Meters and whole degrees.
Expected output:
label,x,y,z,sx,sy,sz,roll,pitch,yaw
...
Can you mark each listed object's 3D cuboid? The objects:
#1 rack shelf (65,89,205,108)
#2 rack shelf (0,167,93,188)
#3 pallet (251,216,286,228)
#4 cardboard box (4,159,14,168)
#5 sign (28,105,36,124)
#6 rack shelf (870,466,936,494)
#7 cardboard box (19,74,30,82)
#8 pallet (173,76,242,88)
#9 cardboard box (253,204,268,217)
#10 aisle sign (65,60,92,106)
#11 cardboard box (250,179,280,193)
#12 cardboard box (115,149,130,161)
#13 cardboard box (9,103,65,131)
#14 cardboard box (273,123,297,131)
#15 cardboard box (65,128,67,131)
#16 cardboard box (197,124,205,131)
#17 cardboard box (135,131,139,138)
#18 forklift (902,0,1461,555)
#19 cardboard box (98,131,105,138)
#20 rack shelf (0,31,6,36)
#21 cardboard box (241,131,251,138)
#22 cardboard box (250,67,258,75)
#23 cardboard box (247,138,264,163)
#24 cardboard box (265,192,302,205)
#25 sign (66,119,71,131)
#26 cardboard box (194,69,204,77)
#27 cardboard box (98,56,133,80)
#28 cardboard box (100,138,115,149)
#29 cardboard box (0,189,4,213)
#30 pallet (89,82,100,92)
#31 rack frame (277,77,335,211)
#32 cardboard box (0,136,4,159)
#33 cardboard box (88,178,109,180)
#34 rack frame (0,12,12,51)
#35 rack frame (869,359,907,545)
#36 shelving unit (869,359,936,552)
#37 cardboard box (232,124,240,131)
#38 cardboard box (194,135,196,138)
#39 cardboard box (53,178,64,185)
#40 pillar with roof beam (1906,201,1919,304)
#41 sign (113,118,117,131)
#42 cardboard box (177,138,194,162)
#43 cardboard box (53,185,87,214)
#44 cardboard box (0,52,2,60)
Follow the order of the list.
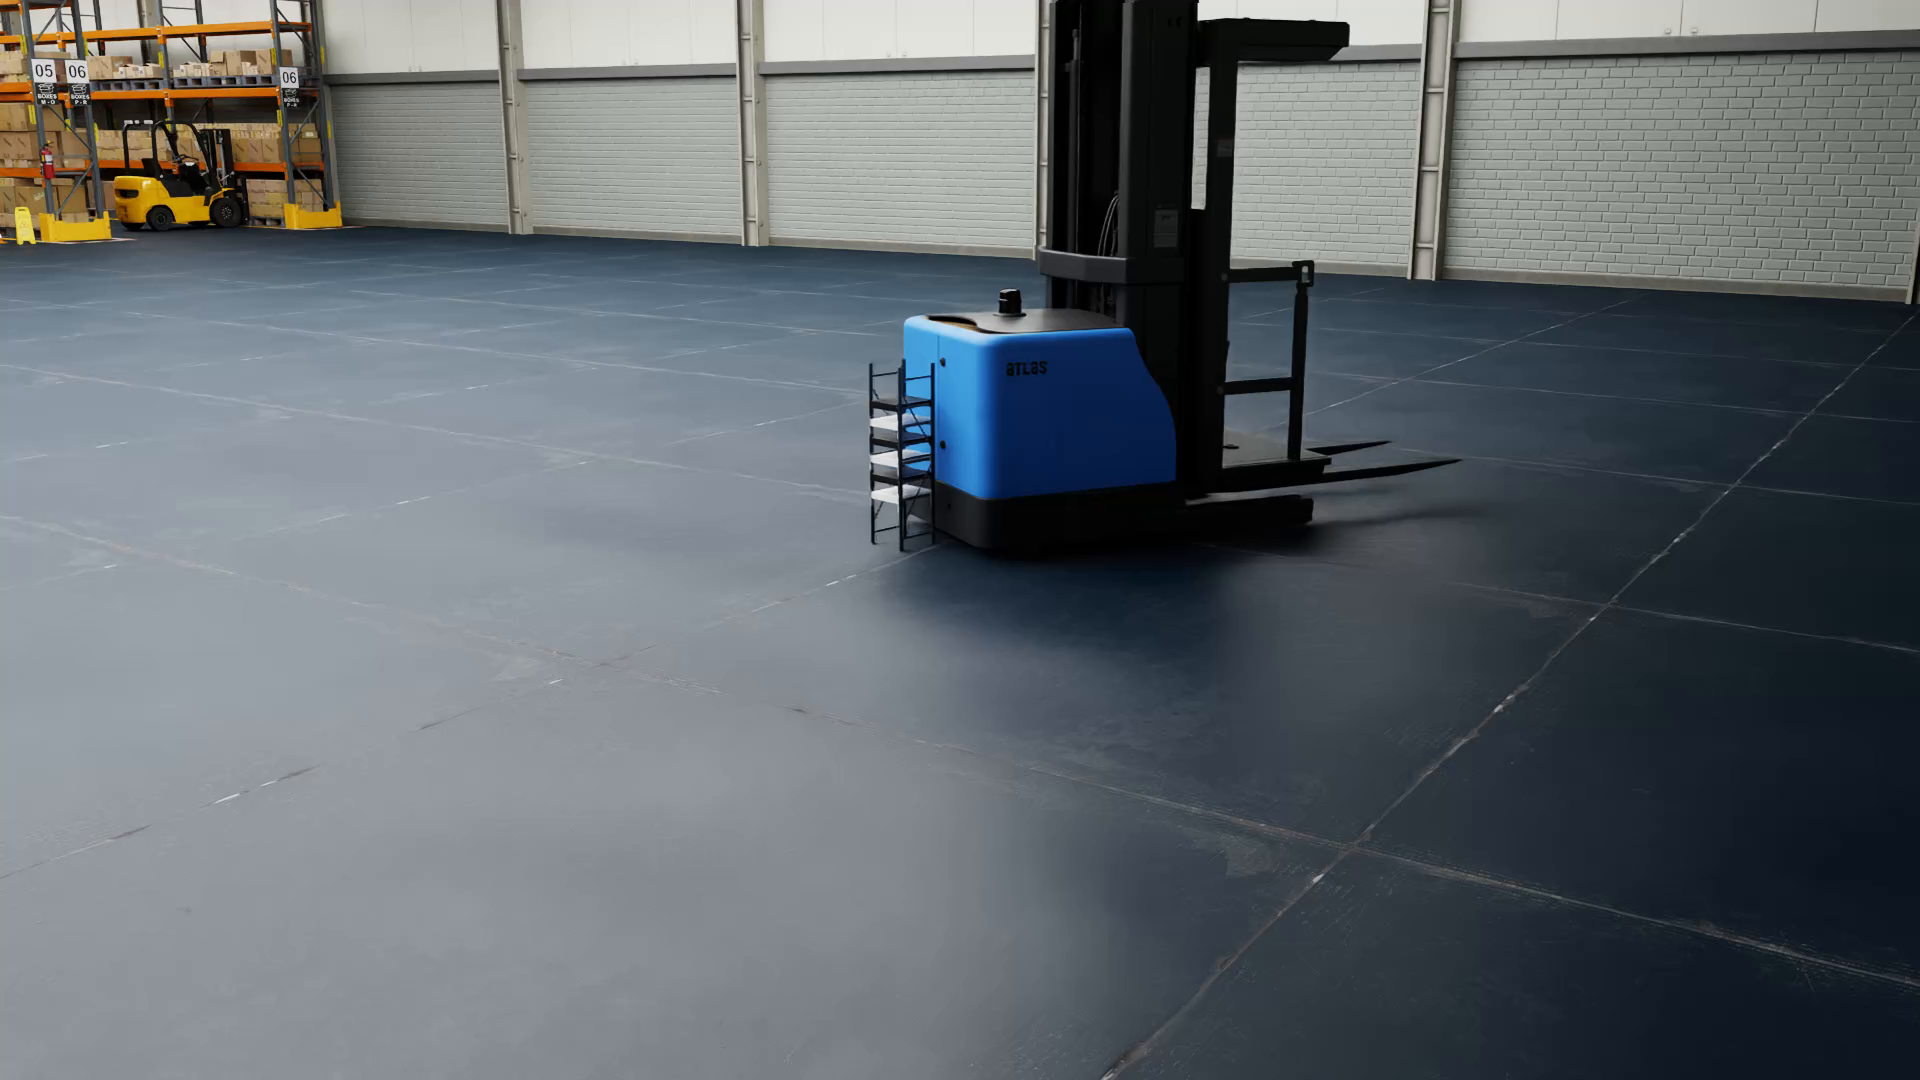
label,x,y,z,sx,sy,sz,roll,pitch,yaw
rack shelf,-18.454,-9.890,37.289,4.000,0.370,1.077,9,17,33
rack shelf,-17.902,-6.908,31.482,4.000,0.370,1.077,9,17,33
pallet,-14.133,-6.719,35.028,1.213,0.211,1.003,9,17,33
cardboard box,-17.376,-6.953,30.692,0.250,0.149,0.380,10,17,34
sign,-16.569,-7.596,29.699,0.005,0.325,0.100,9,17,33
rack shelf,-0.282,-0.296,8.159,0.200,0.077,0.258,13,19,43
cardboard box,-16.695,-8.315,29.950,0.250,0.149,0.380,9,17,33
pallet,-16.072,-9.819,35.688,1.213,0.211,1.003,9,17,33
cardboard box,-14.449,-6.916,34.869,0.500,0.250,0.500,9,17,33
aisle sign,-16.018,-8.304,30.216,0.004,0.787,0.394,9,17,33
cardboard box,-14.458,-7.400,34.742,0.500,0.250,0.500,10,17,34
cardboard box,-18.606,-8.665,37.395,0.500,0.250,0.500,10,17,35
cardboard box,-16.788,-7.692,30.245,0.500,0.500,0.700,9,16,31
cardboard box,-13.890,-8.493,34.211,0.250,0.149,0.380,9,17,33
cardboard box,-21.571,-9.488,39.319,0.637,0.503,0.797,9,16,32
cardboard box,-16.055,-8.817,35.520,0.250,0.149,0.380,10,17,34
cardboard box,-18.074,-9.011,36.924,0.250,0.149,0.380,9,16,31
forklift,1.258,-1.569,8.561,3.031,2.935,1.130,-6,15,-24
cardboard box,-19.340,-9.216,37.753,0.250,0.149,0.380,9,17,33
rack shelf,-25.092,-12.418,41.262,4.000,0.370,1.077,9,17,33
cardboard box,-14.776,-8.470,34.739,0.250,0.149,0.380,9,16,31
cardboard box,-14.332,-9.616,34.124,0.250,0.149,0.380,9,16,31
cardboard box,-14.455,-8.112,34.644,0.500,0.500,0.500,10,17,35
cardboard box,-14.054,-7.093,34.544,0.500,0.250,0.500,9,16,32
sign,-20.408,-9.466,38.074,0.005,0.325,0.100,9,17,33
cardboard box,-15.954,-9.878,35.182,0.250,0.149,0.380,10,17,34
cardboard box,-18.804,-10.526,37.071,0.500,0.500,0.500,10,17,34
cardboard box,-19.043,-8.972,37.597,0.500,0.250,0.500,9,16,31
cardboard box,-17.903,-6.415,31.285,0.500,0.500,0.500,9,16,32
pallet,-19.500,-10.343,38.013,1.003,0.211,1.213,10,17,35
rack frame,-13.475,-7.979,34.312,0.127,3.000,1.000,9,17,33
cardboard box,-17.673,-7.335,30.885,0.500,0.500,0.500,9,17,33
cardboard box,-20.372,-8.489,39.352,0.250,0.149,0.380,10,17,36
rack frame,-23.433,-12.500,40.092,0.127,3.000,1.000,9,17,33
rack frame,-0.354,-0.433,8.199,0.006,0.900,0.240,13,19,43
shelving unit,-0.282,-0.416,8.130,0.210,0.900,0.258,13,19,43
cardboard box,-15.005,-8.644,34.821,0.250,0.149,0.380,10,17,34
cardboard box,-16.229,-8.720,35.747,0.250,0.149,0.380,9,17,33
cardboard box,-21.102,-8.447,39.183,0.250,0.149,0.380,9,16,31
pillar with roof beam,8.941,-6.282,14.974,0.400,9.000,9.100,9,17,33
sign,-19.806,-9.725,38.956,0.005,0.325,0.100,9,17,33
cardboard box,-16.572,-8.452,36.016,0.500,0.500,0.500,9,16,31
cardboard box,-16.777,-6.388,31.174,0.500,0.500,0.500,9,16,31
cardboard box,-17.284,-8.813,30.304,0.250,0.149,0.380,9,17,33
